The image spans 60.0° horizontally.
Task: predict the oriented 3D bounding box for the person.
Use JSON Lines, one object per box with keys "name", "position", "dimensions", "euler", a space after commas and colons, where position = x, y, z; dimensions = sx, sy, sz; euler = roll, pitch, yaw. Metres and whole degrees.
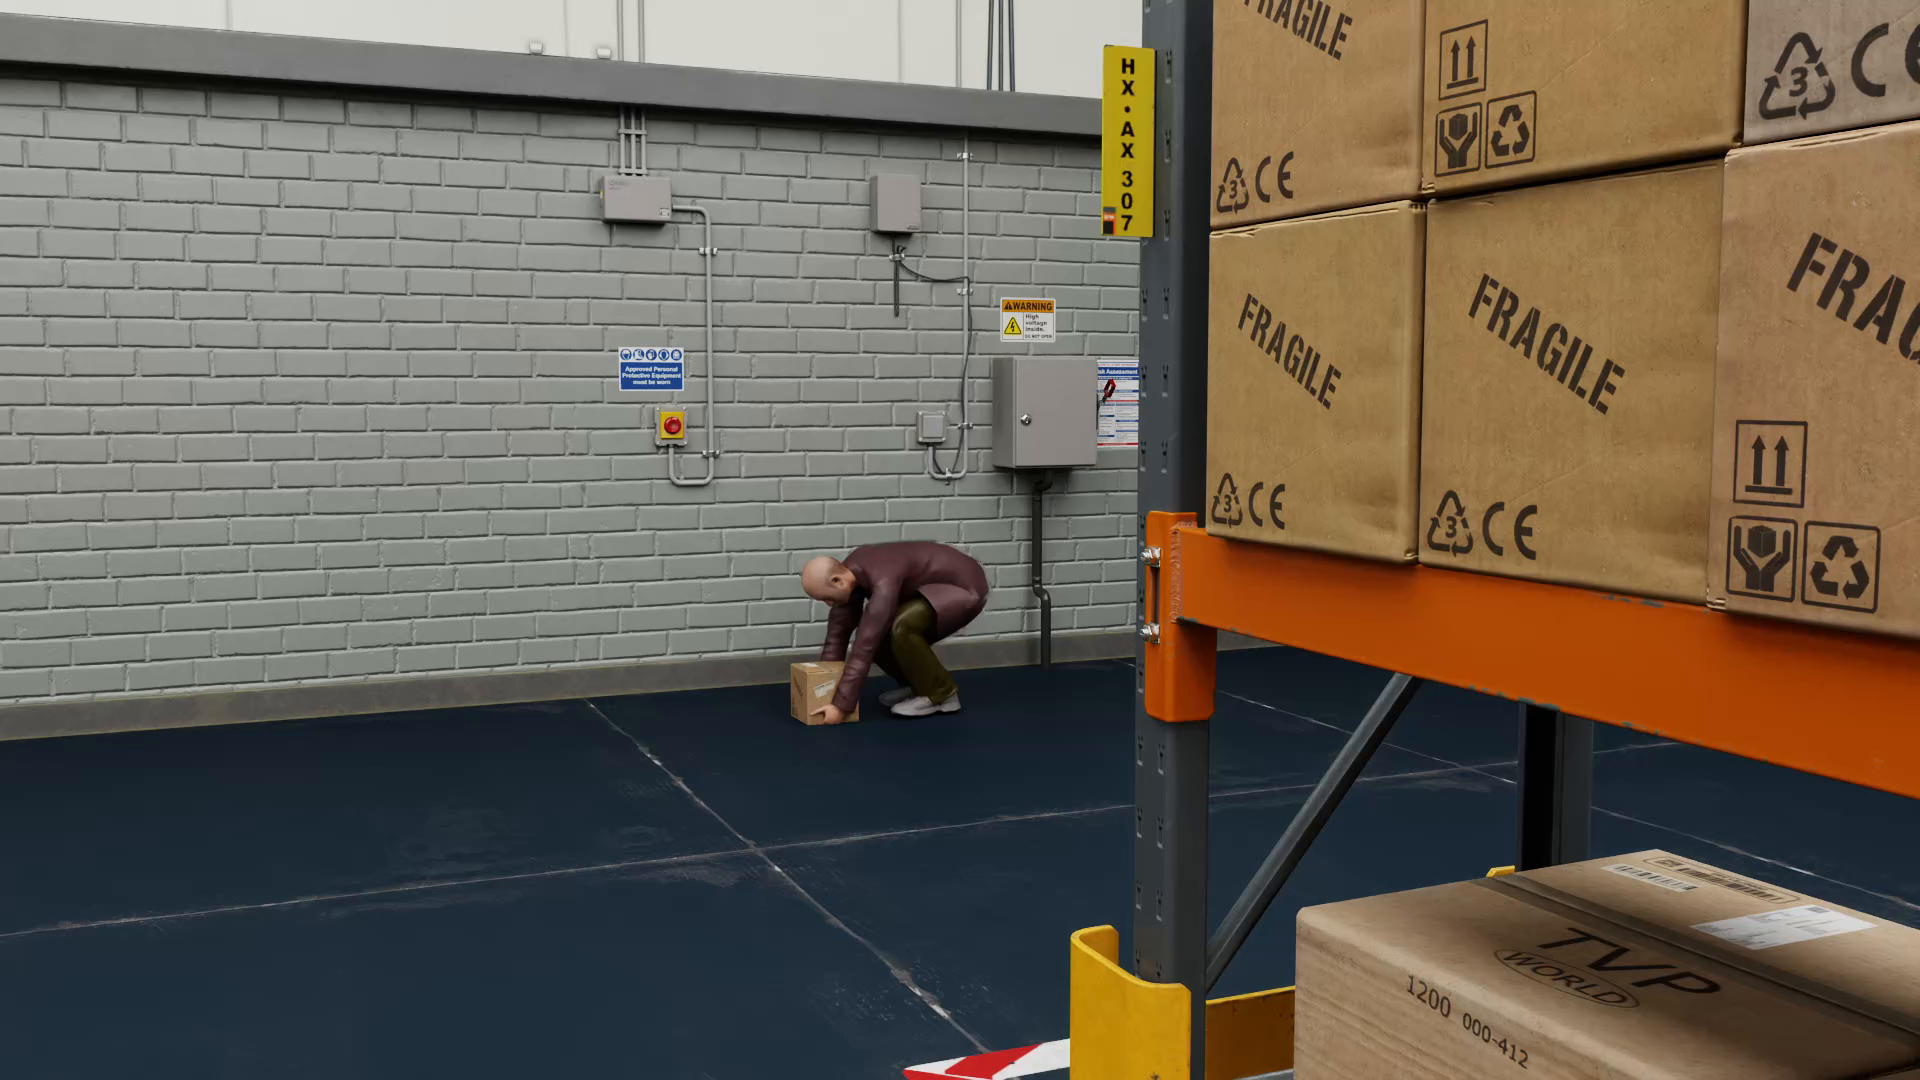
{"name": "person", "position": [-0.217, -0.060, 7.879], "dimensions": [0.562, 1.771, 0.528], "euler": [-2, 6, -23]}
